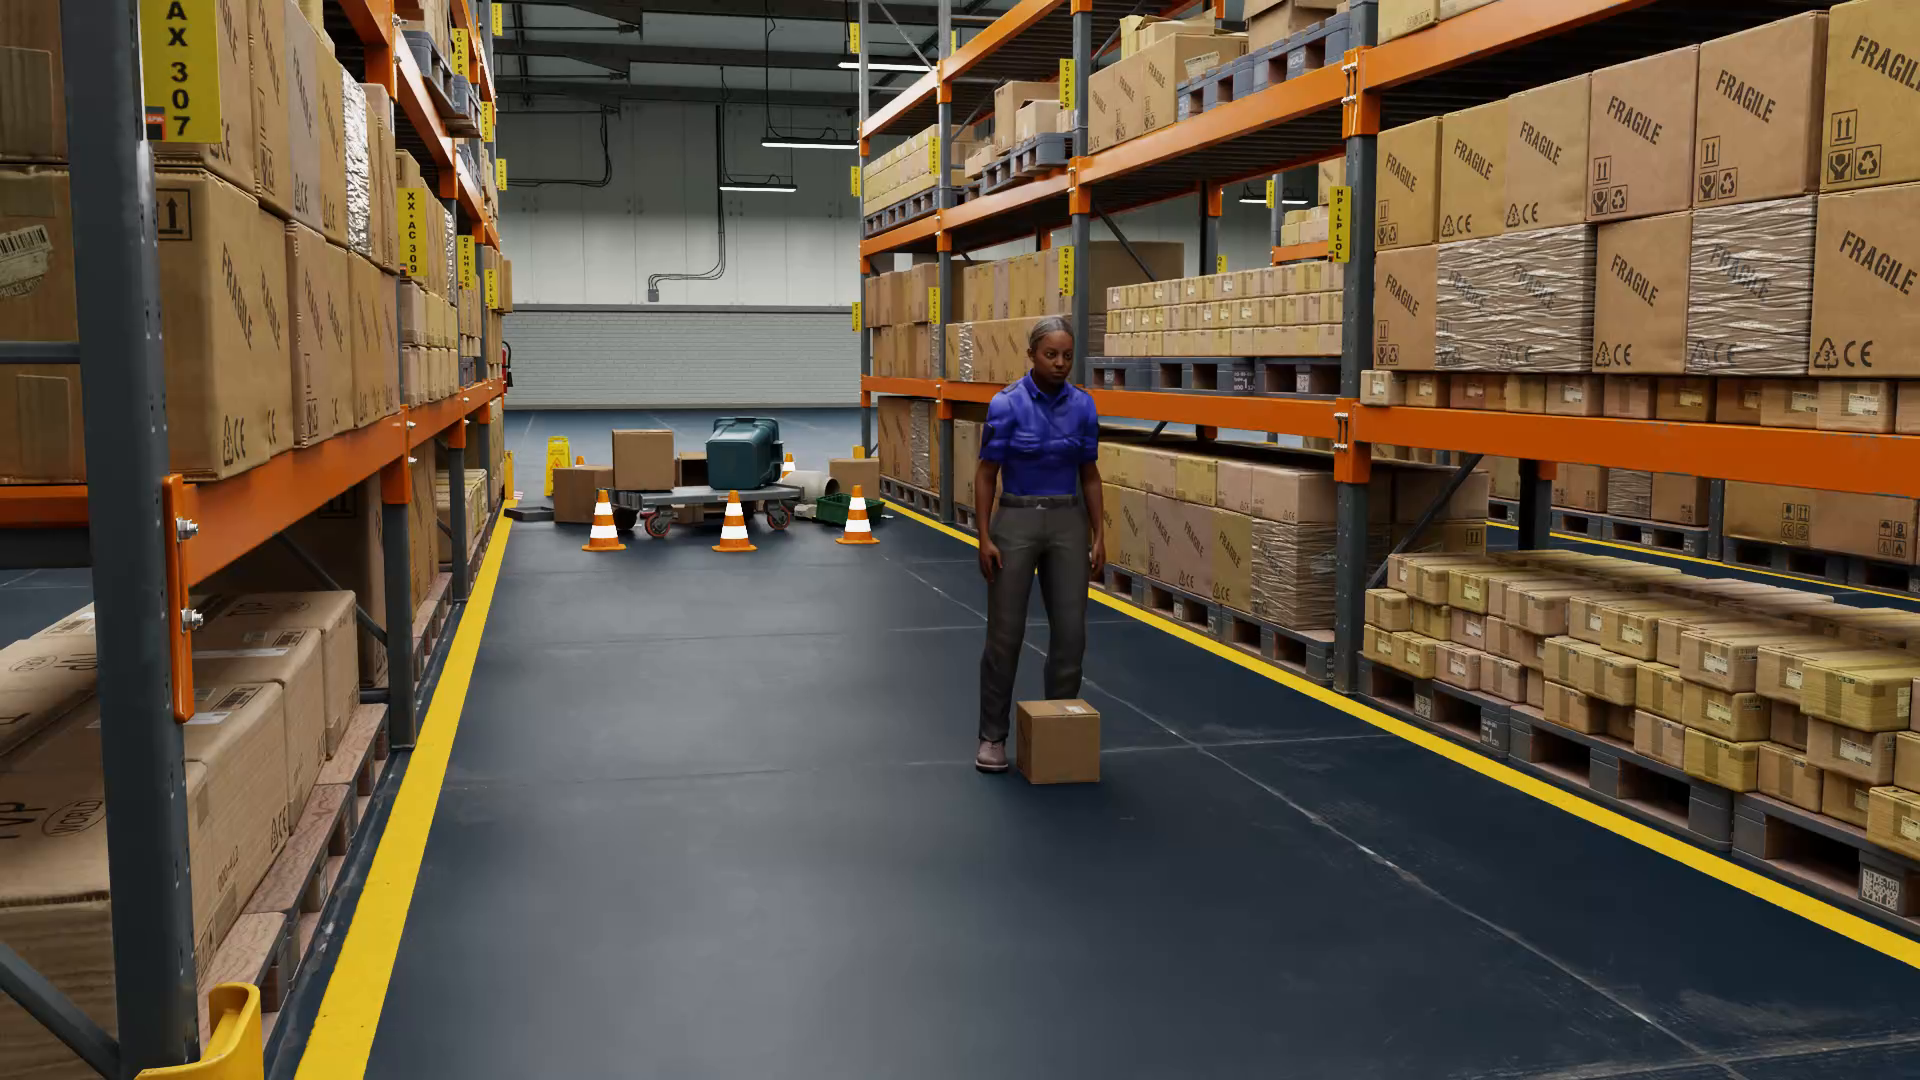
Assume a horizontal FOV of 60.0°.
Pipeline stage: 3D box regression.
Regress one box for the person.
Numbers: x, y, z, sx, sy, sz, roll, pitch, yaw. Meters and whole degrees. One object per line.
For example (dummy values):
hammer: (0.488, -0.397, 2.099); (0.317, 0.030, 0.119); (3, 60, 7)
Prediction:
person: (0.297, 0.007, 6.136); (0.522, 1.655, 0.393); (-2, 6, -15)
